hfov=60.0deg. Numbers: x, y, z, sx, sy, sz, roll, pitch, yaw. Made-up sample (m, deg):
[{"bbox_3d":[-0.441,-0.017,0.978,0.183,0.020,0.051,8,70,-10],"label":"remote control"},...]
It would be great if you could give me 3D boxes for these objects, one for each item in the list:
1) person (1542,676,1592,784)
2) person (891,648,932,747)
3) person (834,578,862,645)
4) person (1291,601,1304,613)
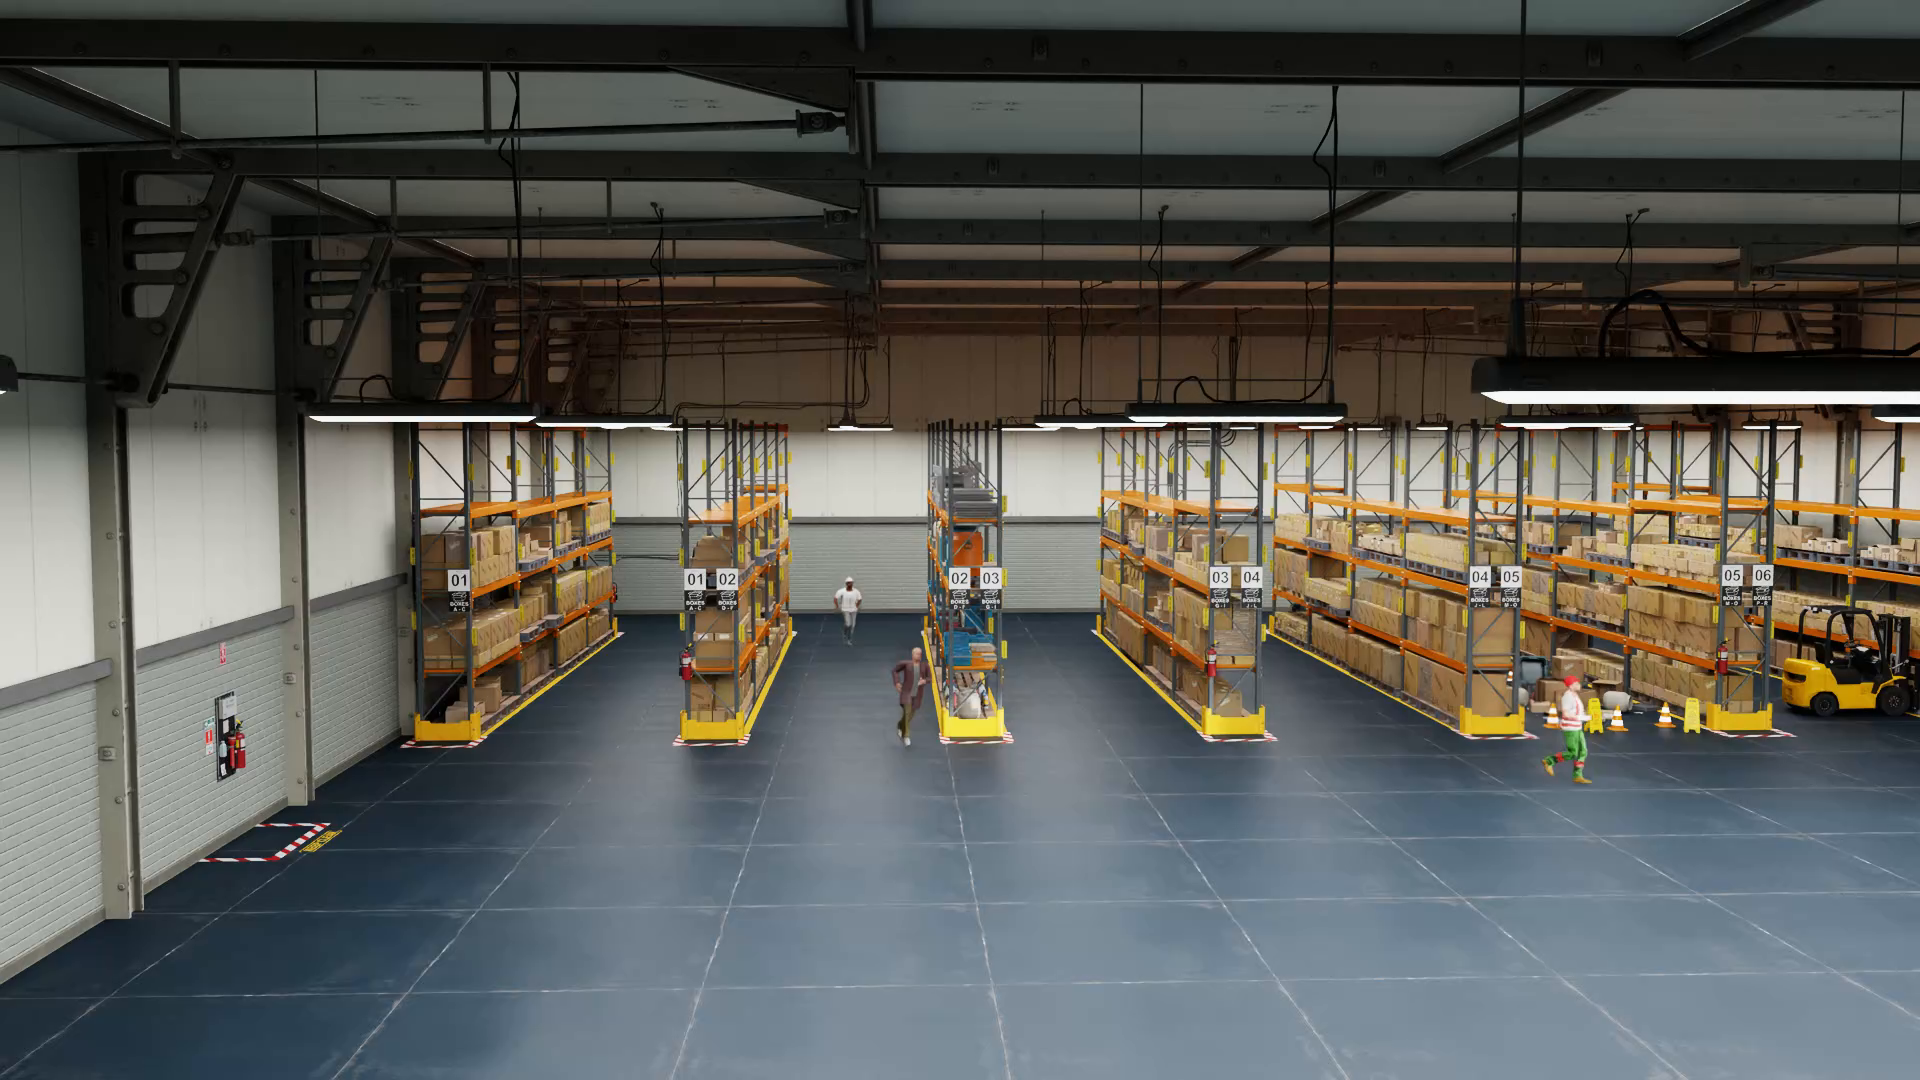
[{"bbox_3d":[9.975,3.093,27.254,0.782,1.757,0.663,2,4,33],"label":"person"},{"bbox_3d":[-0.868,2.866,30.850,0.739,1.751,1.025,-1,4,-20],"label":"person"},{"bbox_3d":[-2.832,1.837,42.601,0.690,1.744,0.597,-1,4,-19],"label":"person"},{"bbox_3d":[9.936,1.801,48.892,0.794,1.564,0.606,2,4,26],"label":"person"}]
